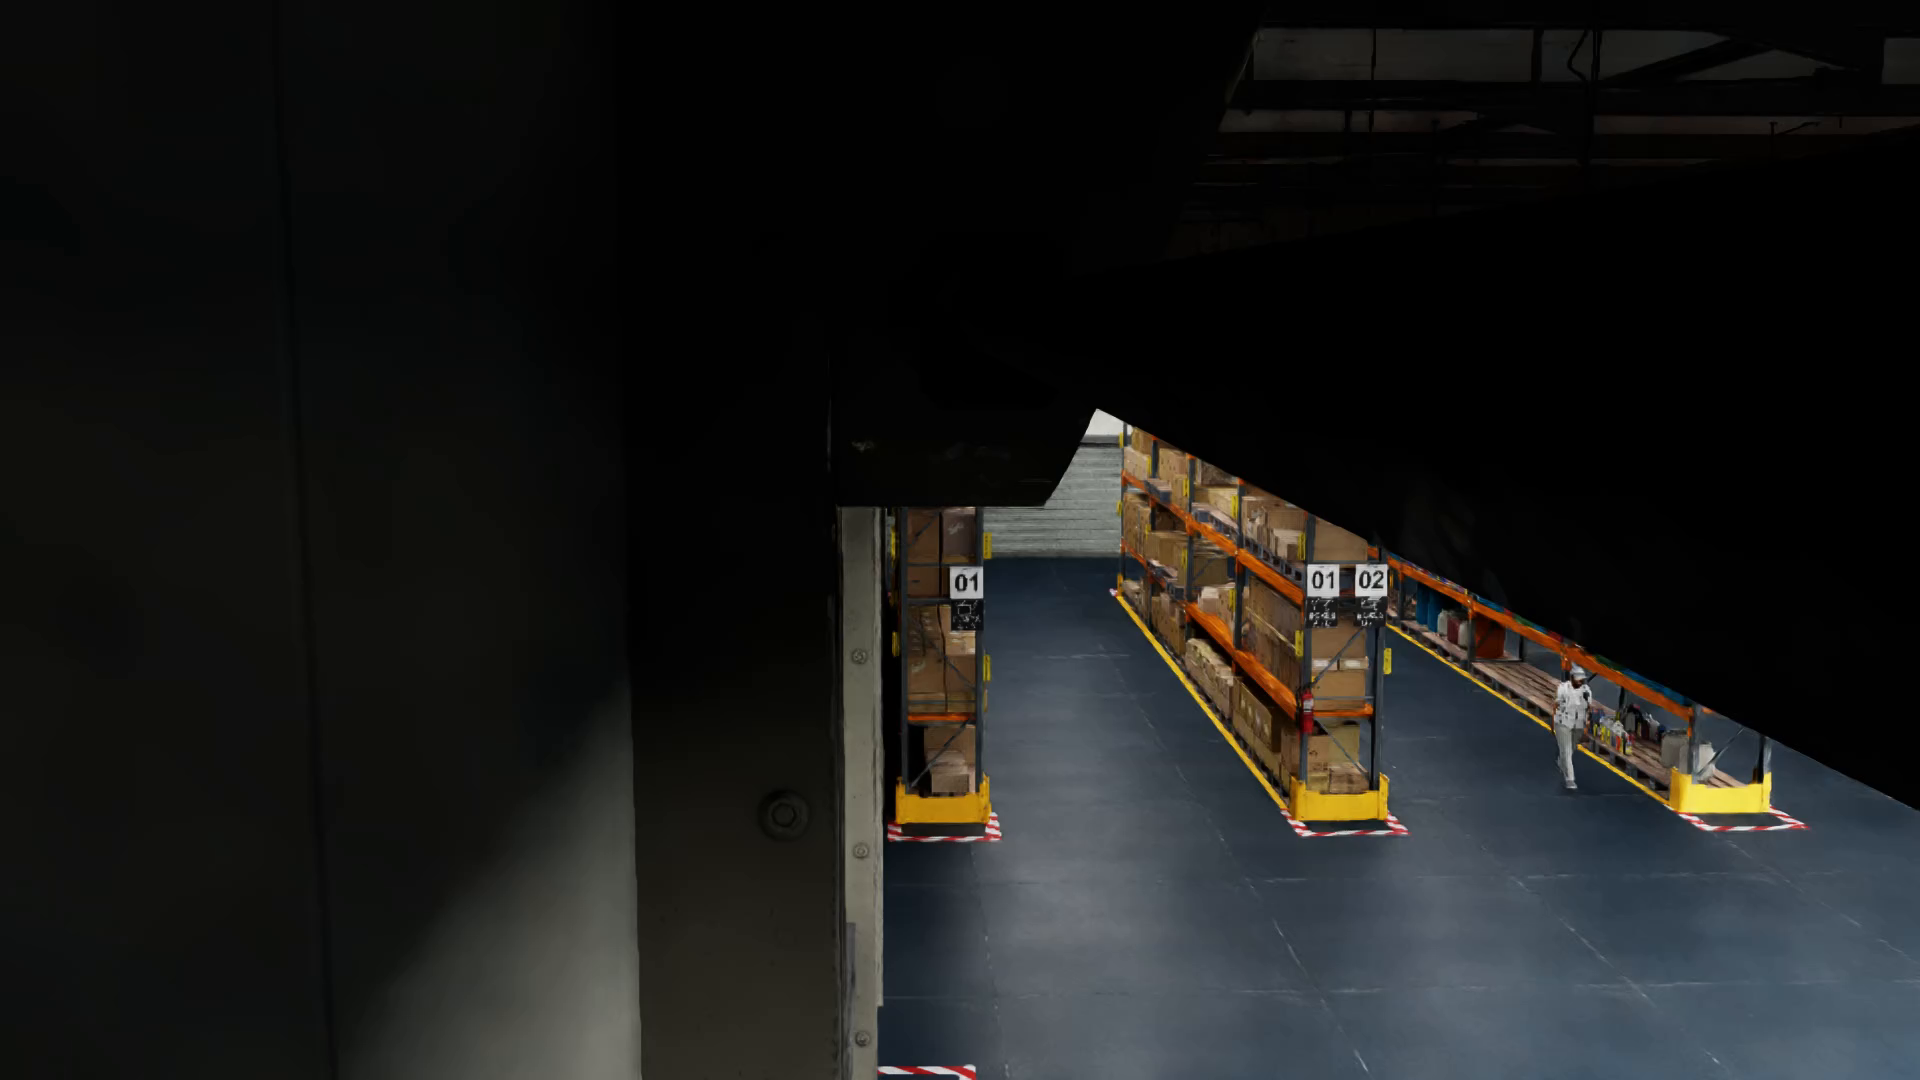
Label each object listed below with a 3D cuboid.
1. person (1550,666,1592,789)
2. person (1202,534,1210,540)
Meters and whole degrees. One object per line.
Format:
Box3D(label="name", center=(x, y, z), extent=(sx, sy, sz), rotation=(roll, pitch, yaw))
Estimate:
Box3D(label="person", center=(8.151, 2.438, 22.090), extent=(0.482, 1.579, 1.071), rotation=(0, 8, -3))
Box3D(label="person", center=(5.559, 0.193, 37.467), extent=(0.573, 1.692, 1.032), rotation=(0, 8, -3))
